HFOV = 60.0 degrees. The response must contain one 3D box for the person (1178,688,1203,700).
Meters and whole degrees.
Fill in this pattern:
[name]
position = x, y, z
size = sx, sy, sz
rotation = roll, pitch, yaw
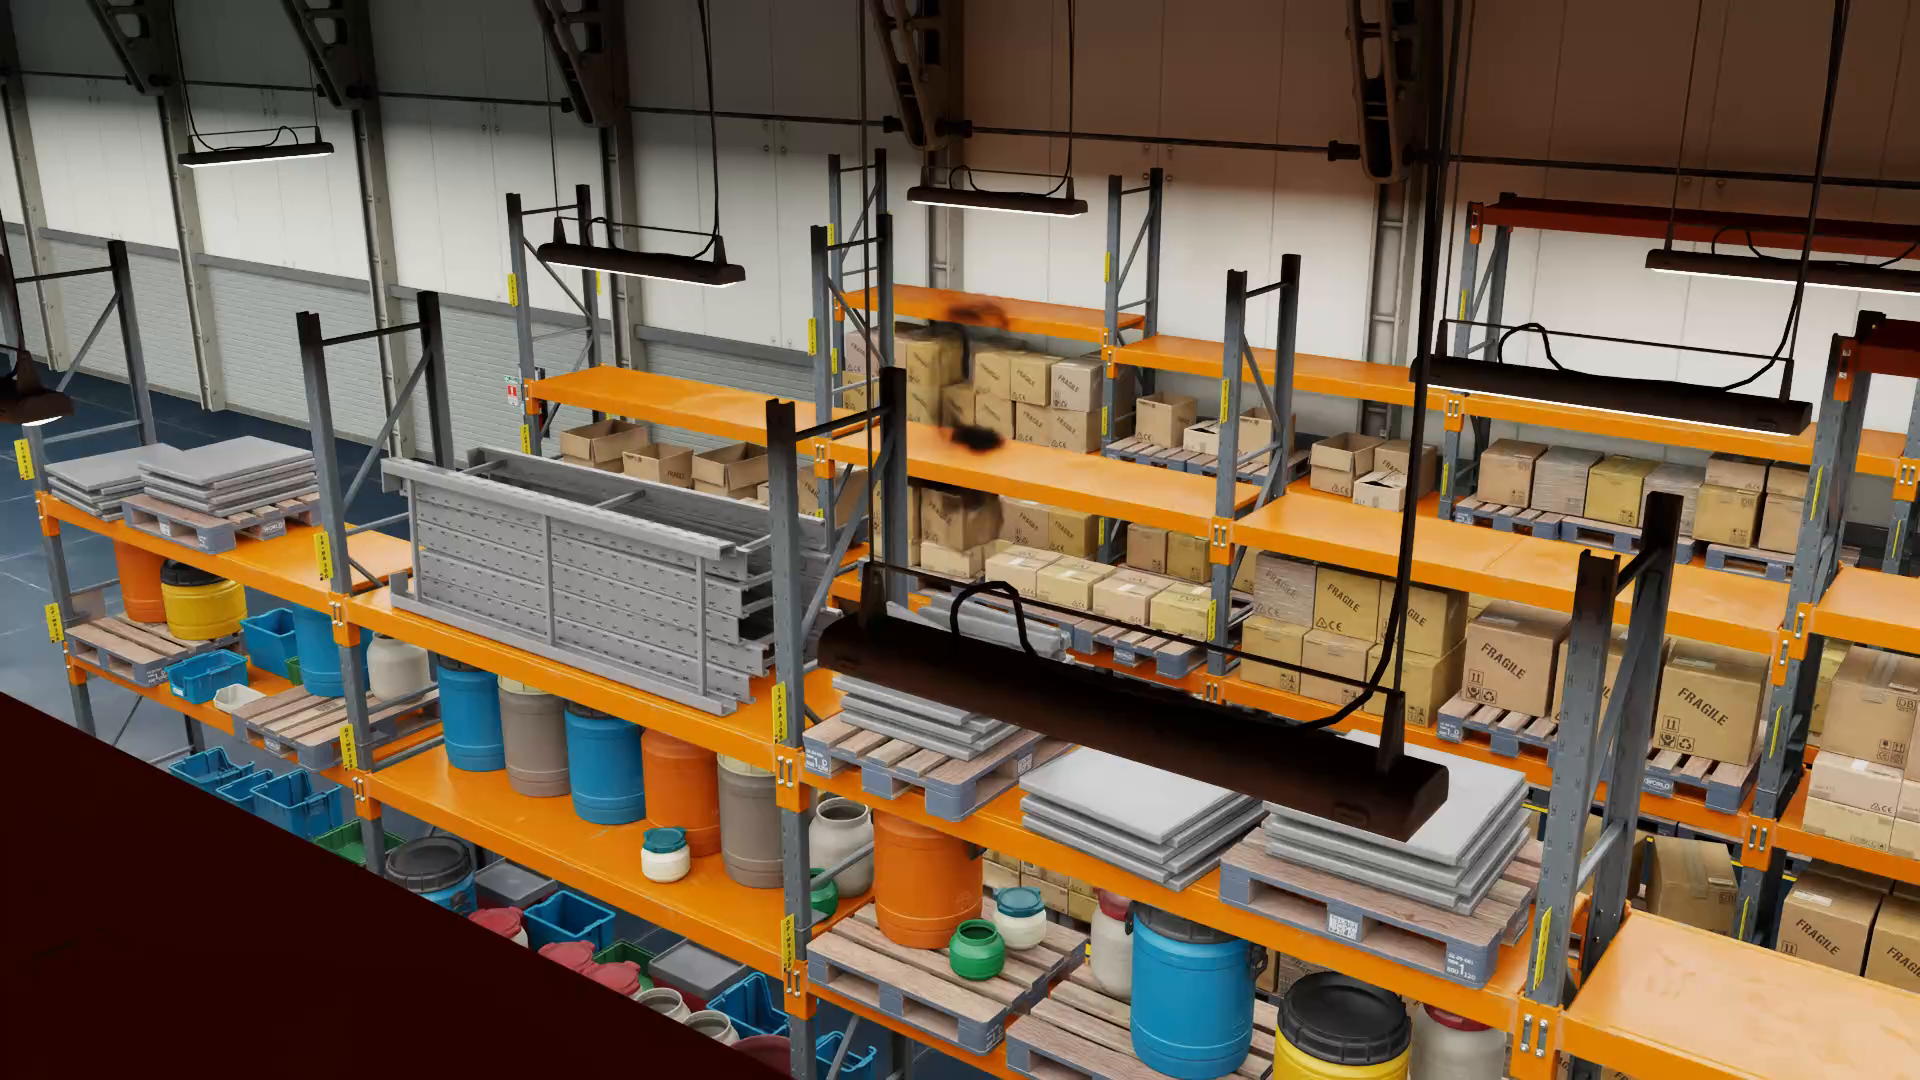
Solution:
[person]
position = 2.251, 2.080, 16.059
size = 0.902, 1.787, 0.664
rotation = 12, 22, 31
